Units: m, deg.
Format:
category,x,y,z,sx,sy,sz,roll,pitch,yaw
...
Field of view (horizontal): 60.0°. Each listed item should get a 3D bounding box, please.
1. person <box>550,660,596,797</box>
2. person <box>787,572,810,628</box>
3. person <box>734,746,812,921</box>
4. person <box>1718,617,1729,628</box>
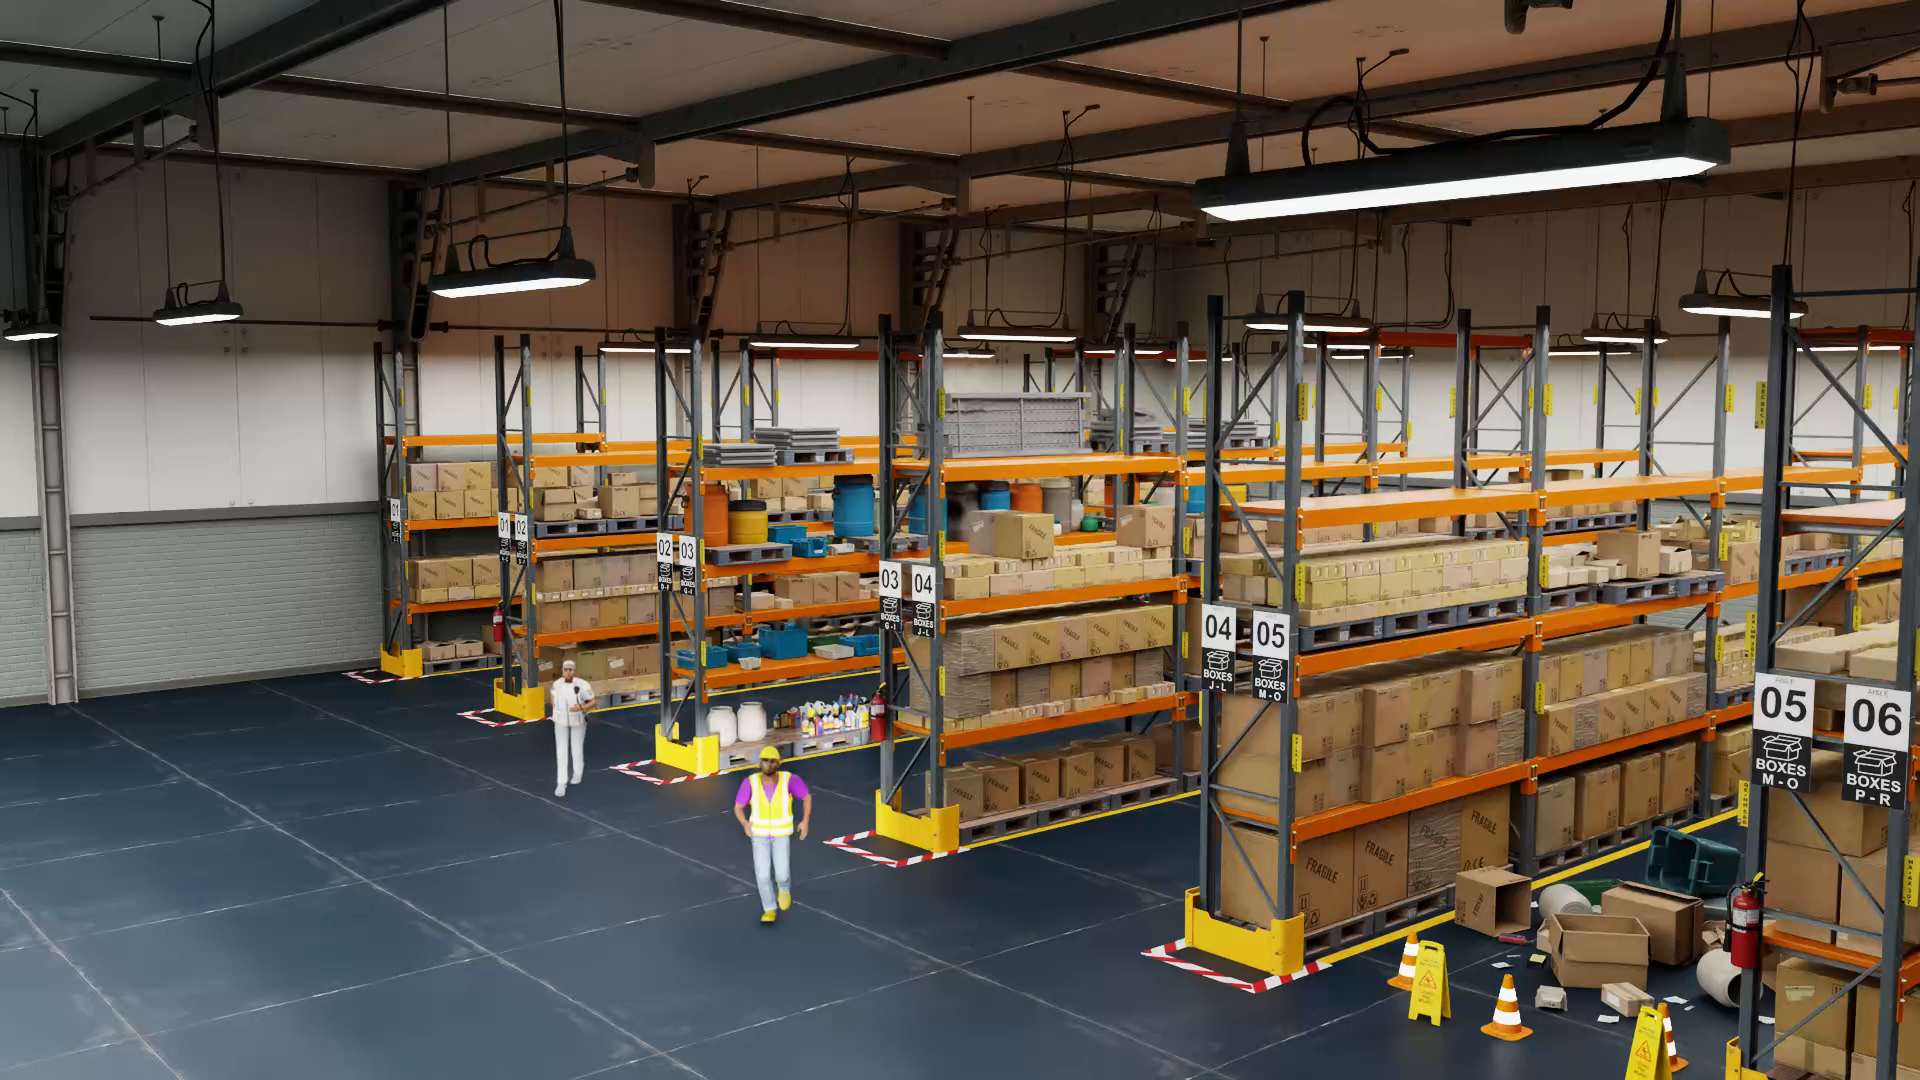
category,x,y,z,sx,sy,sz,roll,pitch,yaw
person,-4.973,2.369,21.362,0.598,1.681,0.843,-1,5,-6
person,-3.033,1.463,31.629,0.524,1.726,0.810,4,7,40
person,-1.811,2.840,16.073,0.749,1.722,0.606,0,5,-3
person,11.393,2.020,25.055,0.632,1.728,0.665,-4,6,-35
